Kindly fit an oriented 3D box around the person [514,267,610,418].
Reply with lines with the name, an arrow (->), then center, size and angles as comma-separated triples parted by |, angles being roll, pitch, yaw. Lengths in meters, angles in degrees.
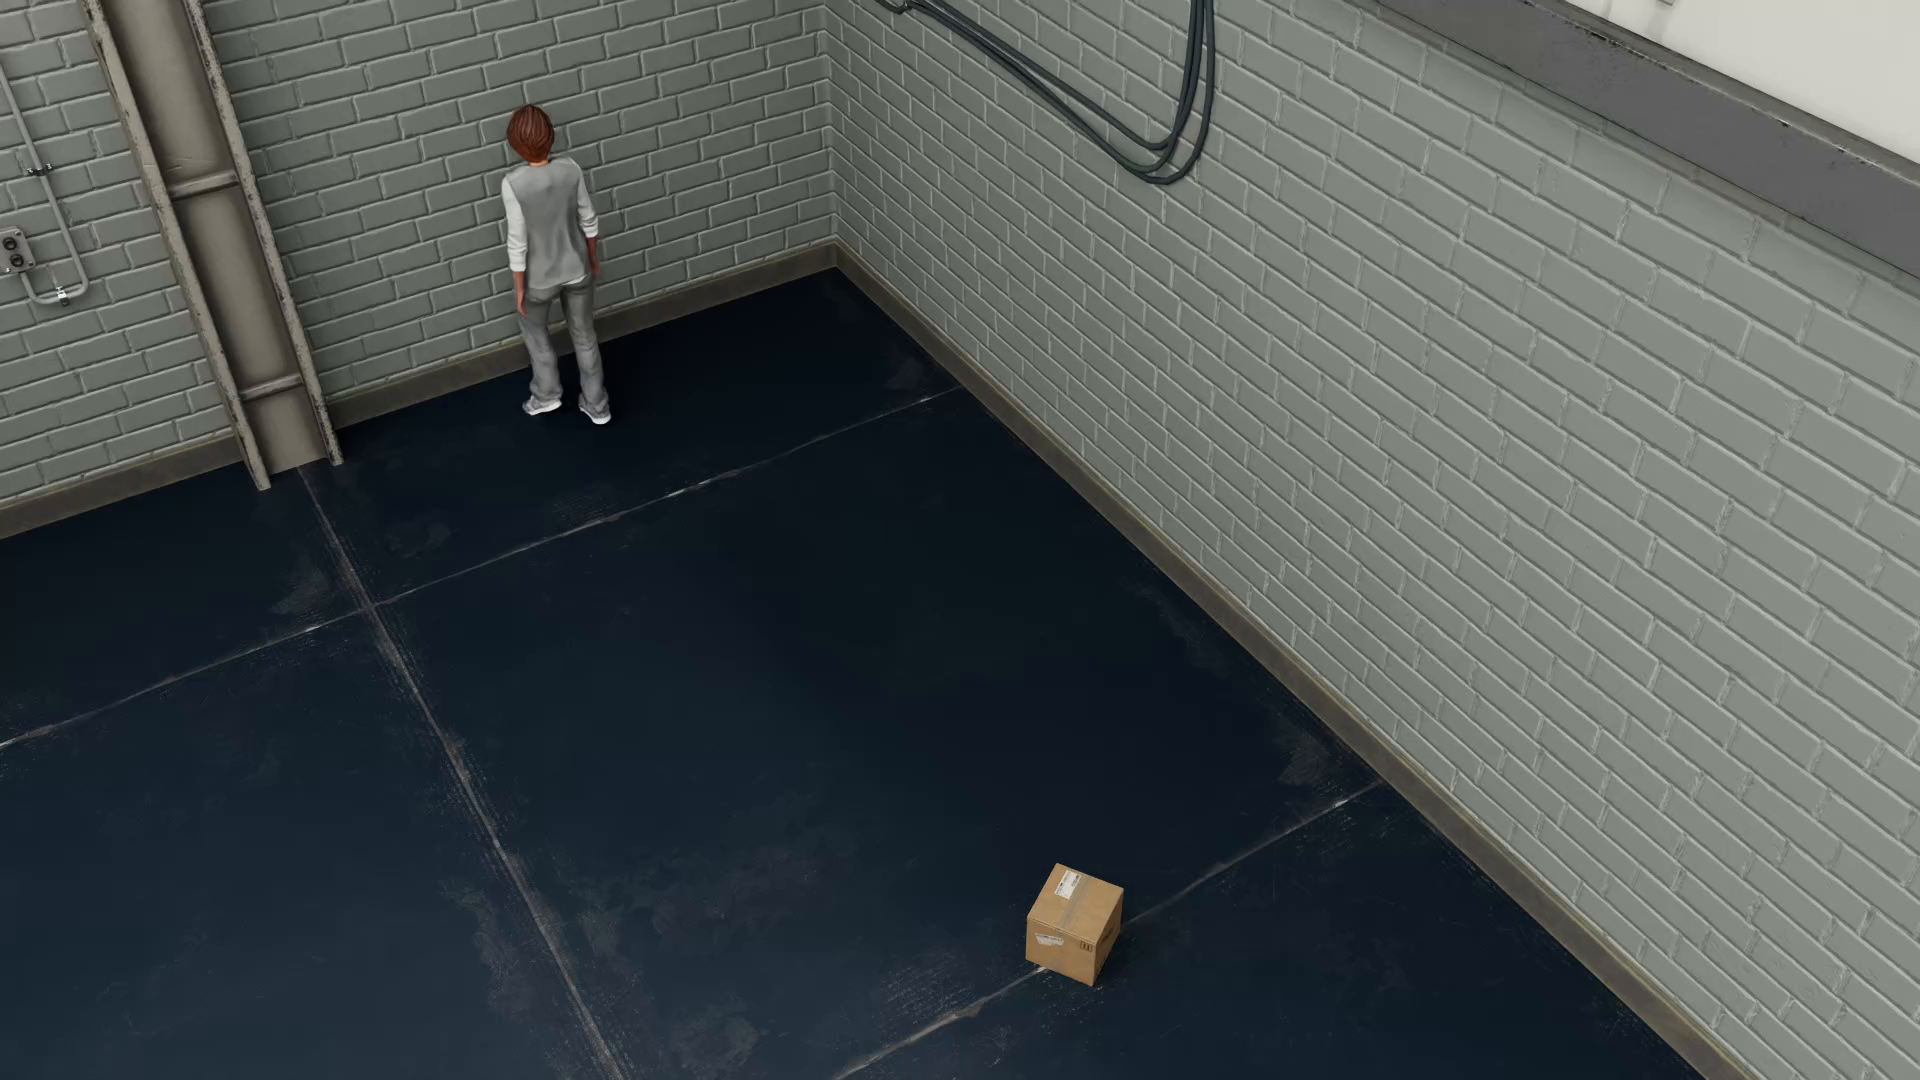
person -> -1.840, -0.975, 7.697 | 0.354, 0.841, 0.380 | -24, 47, -25
